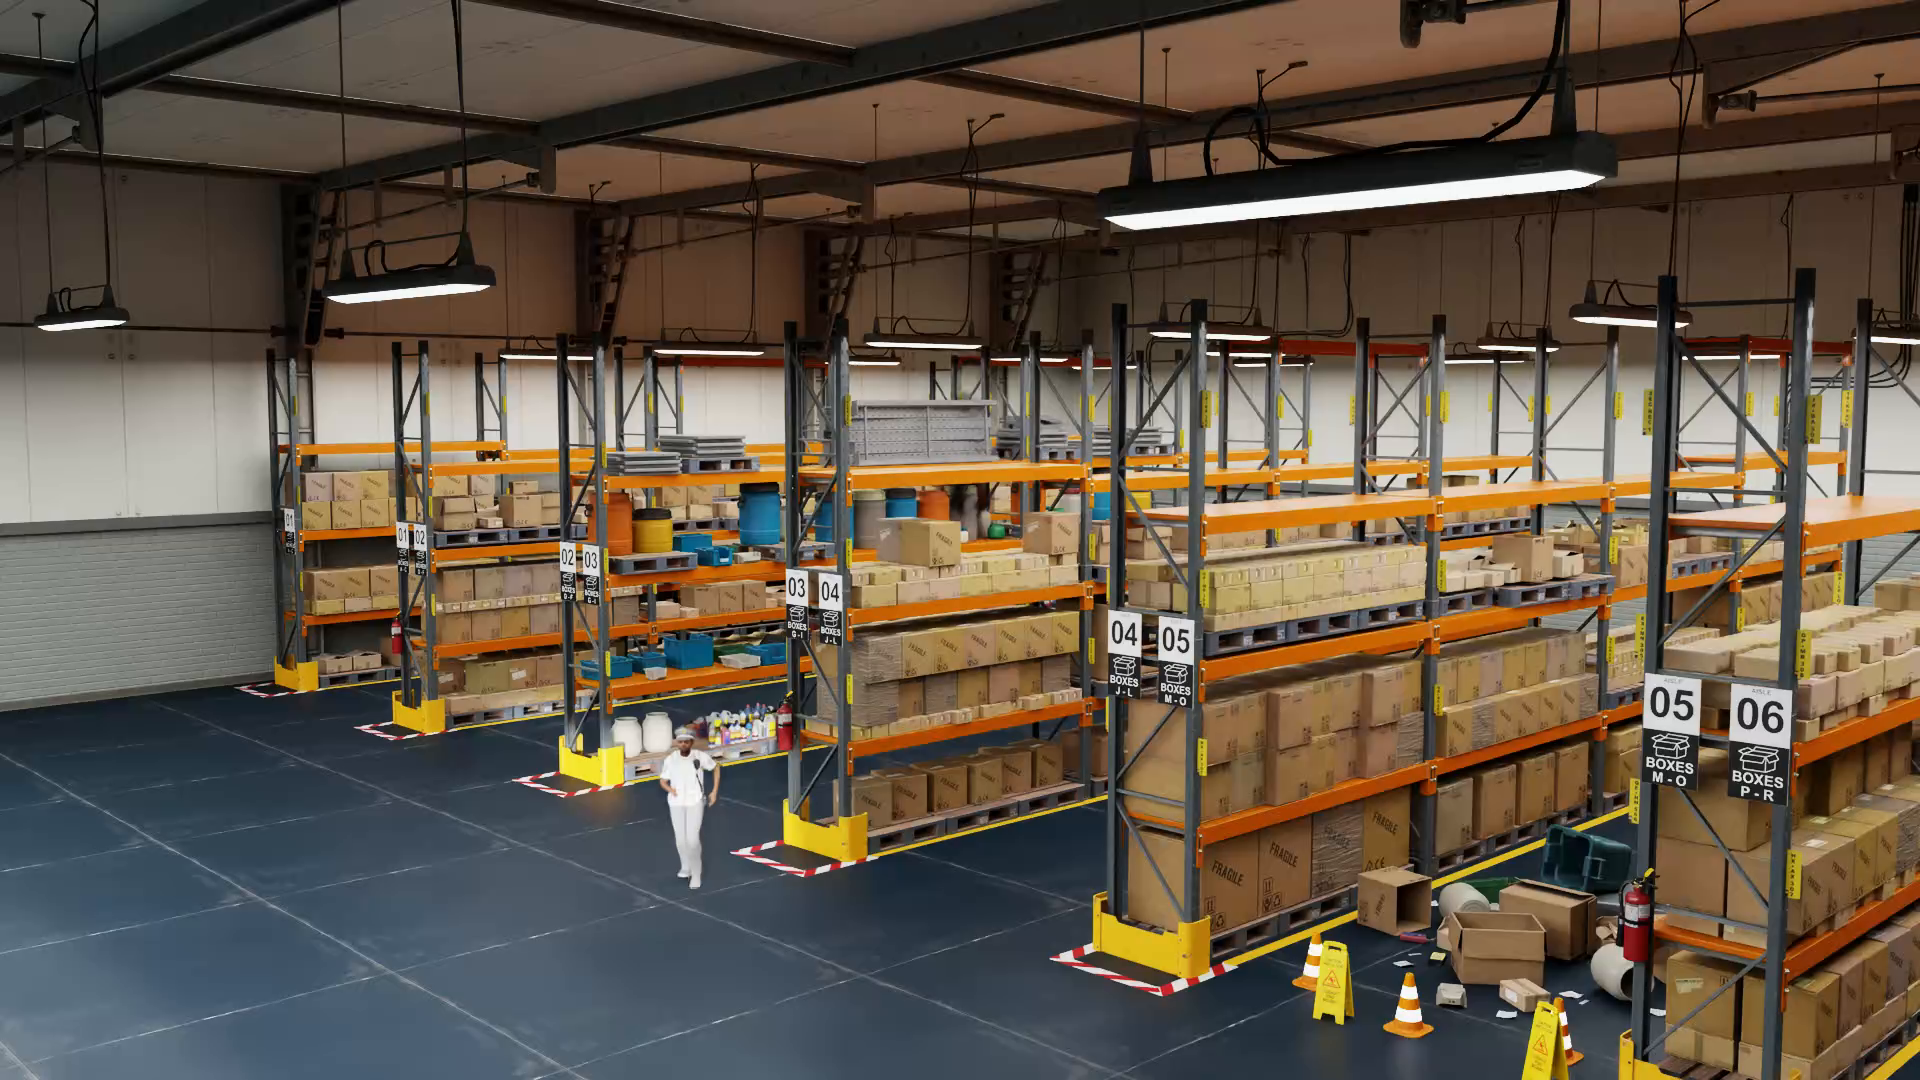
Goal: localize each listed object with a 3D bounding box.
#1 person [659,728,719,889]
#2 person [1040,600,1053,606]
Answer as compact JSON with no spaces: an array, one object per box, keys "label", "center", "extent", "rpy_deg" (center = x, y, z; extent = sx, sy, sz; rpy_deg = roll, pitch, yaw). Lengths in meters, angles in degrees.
[{"label":"person","center":[-2.860,2.834,17.534],"extent":[0.595,1.756,0.728],"rpy_deg":[0,5,1]},{"label":"person","center":[1.603,1.473,32.505],"extent":[0.628,1.783,0.705],"rpy_deg":[3,6,31]}]
